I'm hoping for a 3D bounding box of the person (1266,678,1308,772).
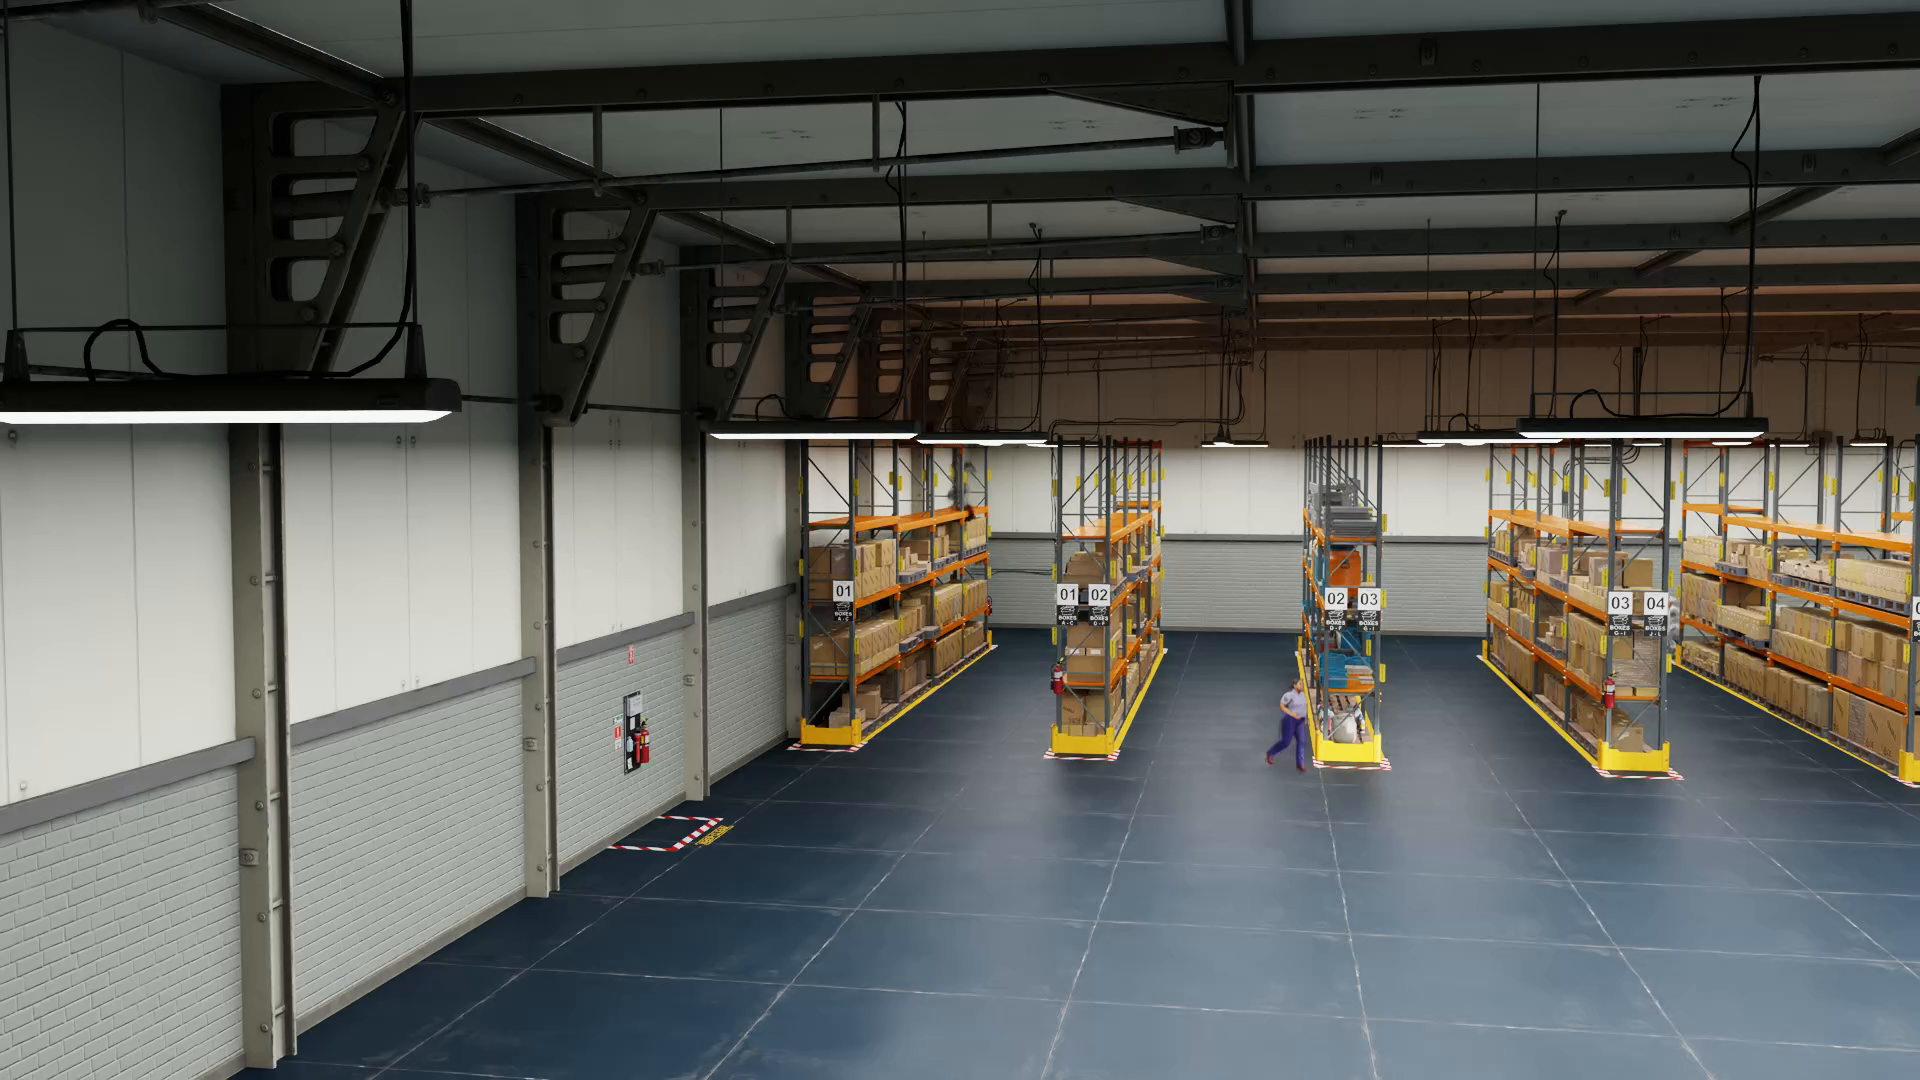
[{"bbox_3d":[6.014,3.294,29.856,0.690,1.619,0.920,-2,4,-32],"label":"person"}]

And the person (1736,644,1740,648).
[{"bbox_3d":[21.815,2.388,46.085,0.772,1.758,0.546,-1,3,-11],"label":"person"}]

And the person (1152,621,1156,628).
[{"bbox_3d":[5.436,2.275,48.805,0.720,1.718,0.582,3,4,40],"label":"person"}]

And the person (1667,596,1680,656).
[{"bbox_3d":[19.521,2.406,45.723,0.722,1.731,0.777,0,3,6],"label":"person"}]
